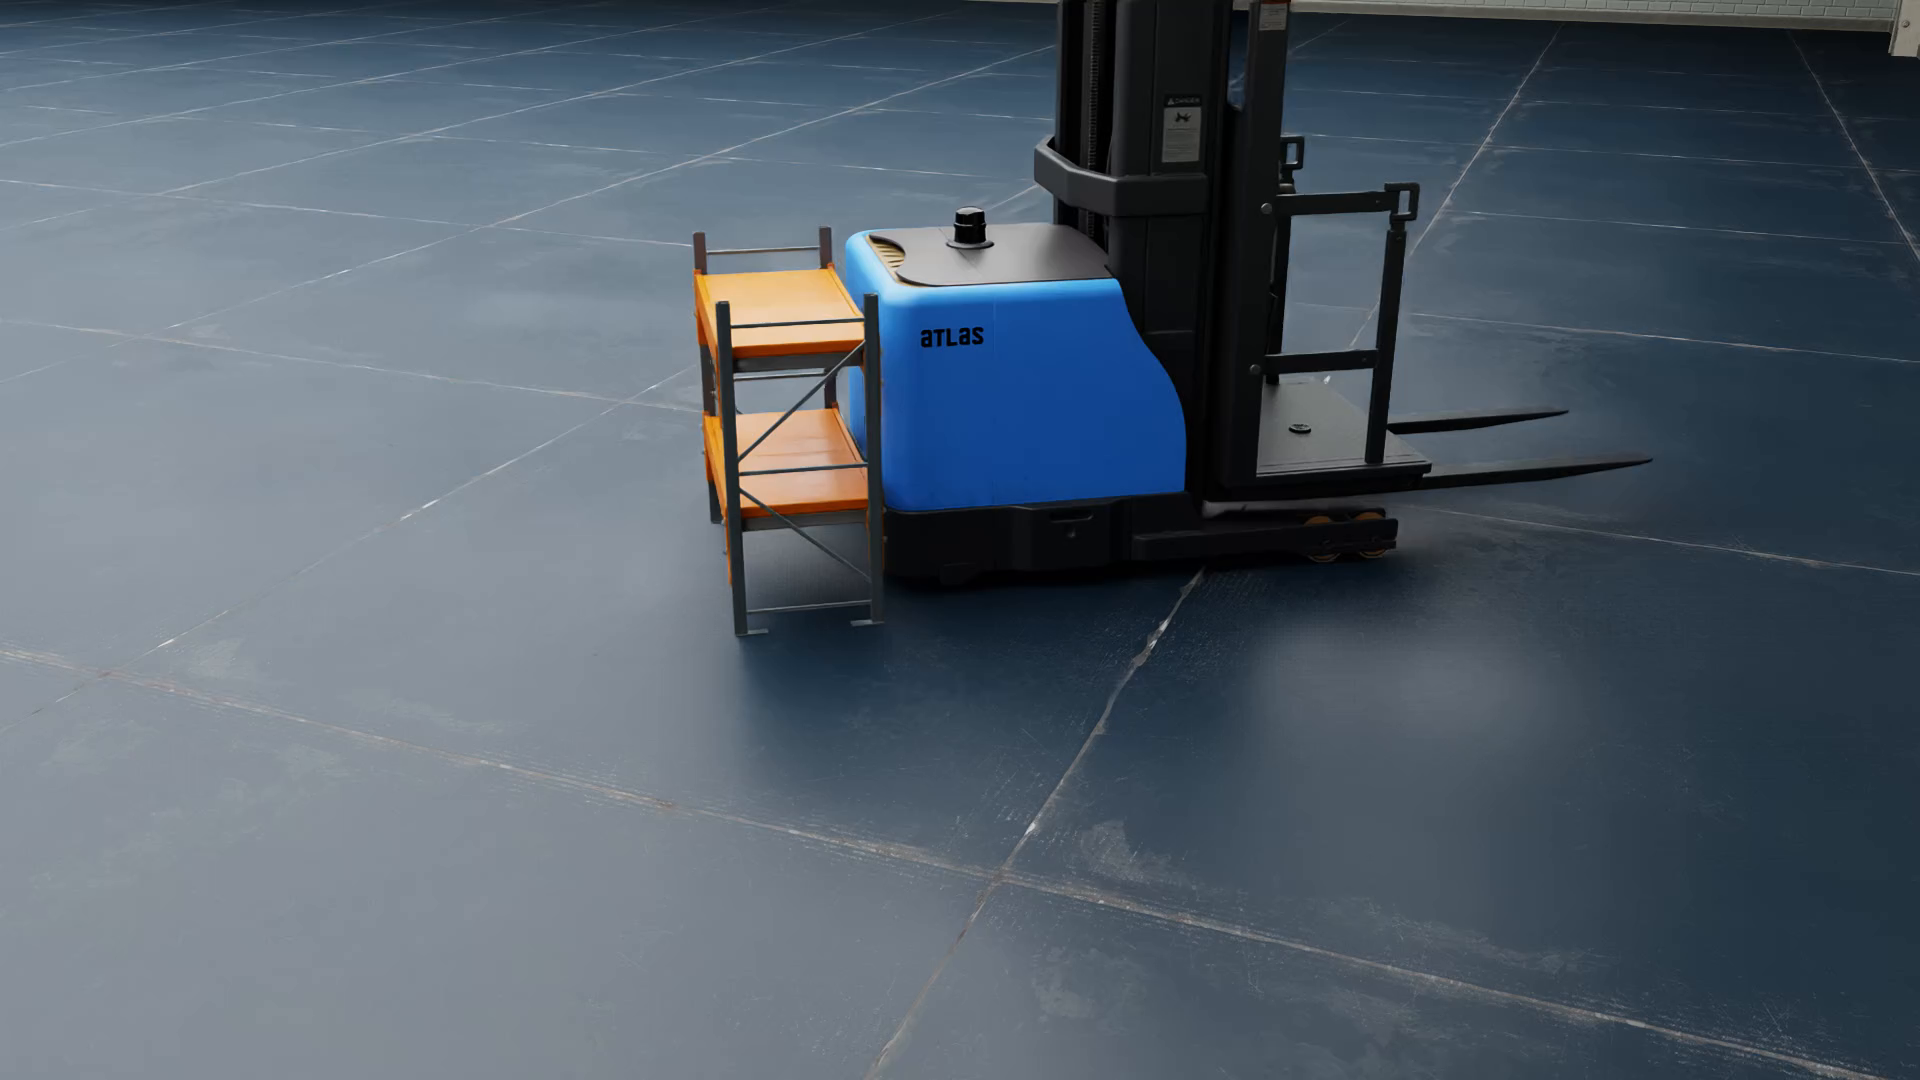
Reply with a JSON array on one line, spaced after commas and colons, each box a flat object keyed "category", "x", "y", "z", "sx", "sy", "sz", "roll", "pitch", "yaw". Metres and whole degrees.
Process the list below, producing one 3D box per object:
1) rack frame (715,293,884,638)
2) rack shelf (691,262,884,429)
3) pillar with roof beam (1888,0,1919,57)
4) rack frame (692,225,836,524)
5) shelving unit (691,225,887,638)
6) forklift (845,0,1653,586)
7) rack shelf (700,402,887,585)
[{"category": "rack frame", "x": -0.501, "y": -0.224, "z": 5.326, "sx": 0.500, "sy": 1.125, "sz": 0.032, "roll": -5, "pitch": 23, "yaw": -11}, {"category": "rack shelf", "x": -0.609, "y": -0.685, "z": 5.672, "sx": 0.538, "sy": 0.278, "sz": 1.000, "roll": -5, "pitch": 23, "yaw": -11}, {"category": "pillar with roof beam", "x": 7.784, "y": -10.829, "z": 20.500, "sx": 9.100, "sy": 9.000, "sz": 0.400, "roll": 9, "pitch": 24, "yaw": 20}, {"category": "rack frame", "x": -0.717, "y": -0.607, "z": 6.243, "sx": 0.500, "sy": 1.125, "sz": 0.032, "roll": -5, "pitch": 23, "yaw": -11}, {"category": "shelving unit", "x": -0.609, "y": -0.415, "z": 5.785, "sx": 0.538, "sy": 1.125, "sz": 1.048, "roll": -5, "pitch": 23, "yaw": -11}, {"category": "forklift", "x": 1.128, "y": -1.464, "z": 5.953, "sx": 3.031, "sy": 2.935, "sz": 1.130, "roll": -5, "pitch": 23, "yaw": -11}, {"category": "rack shelf", "x": -0.609, "y": -0.190, "z": 5.879, "sx": 0.538, "sy": 0.278, "sz": 1.000, "roll": -5, "pitch": 23, "yaw": -11}]
